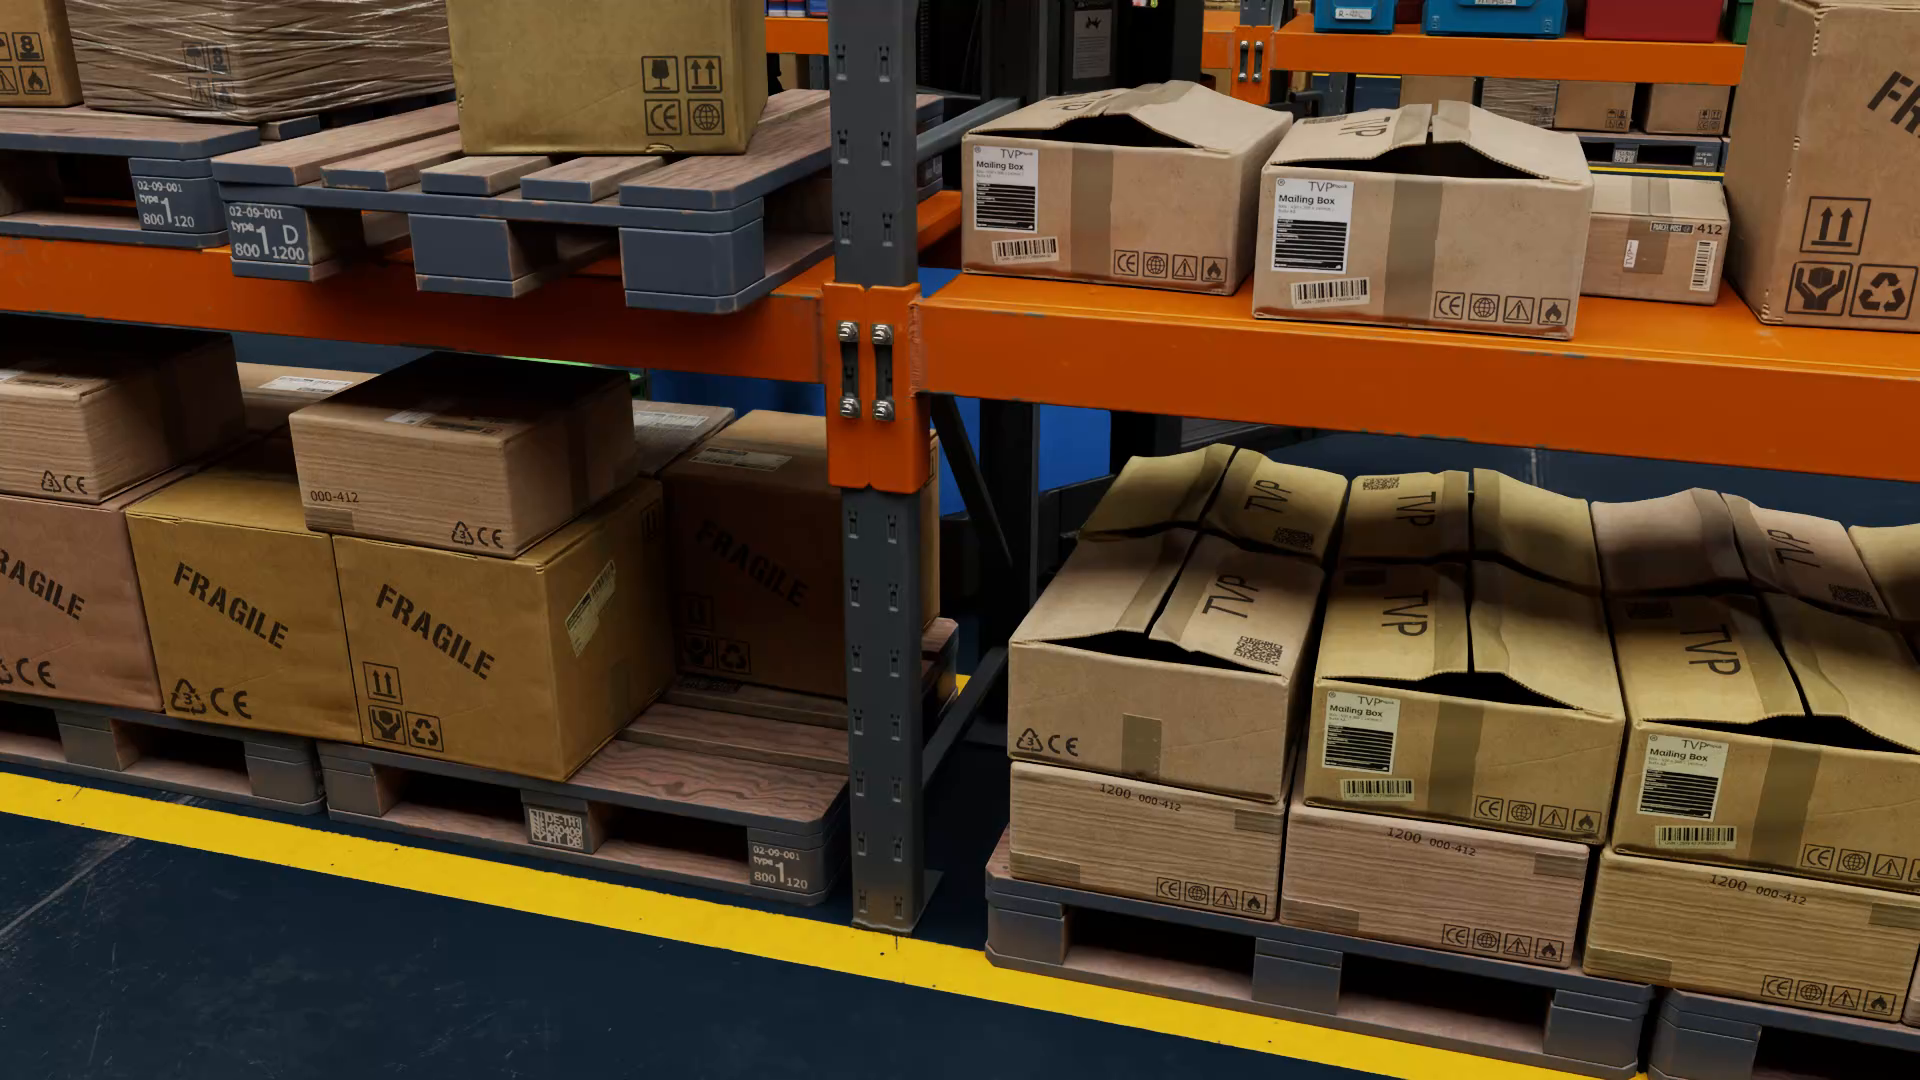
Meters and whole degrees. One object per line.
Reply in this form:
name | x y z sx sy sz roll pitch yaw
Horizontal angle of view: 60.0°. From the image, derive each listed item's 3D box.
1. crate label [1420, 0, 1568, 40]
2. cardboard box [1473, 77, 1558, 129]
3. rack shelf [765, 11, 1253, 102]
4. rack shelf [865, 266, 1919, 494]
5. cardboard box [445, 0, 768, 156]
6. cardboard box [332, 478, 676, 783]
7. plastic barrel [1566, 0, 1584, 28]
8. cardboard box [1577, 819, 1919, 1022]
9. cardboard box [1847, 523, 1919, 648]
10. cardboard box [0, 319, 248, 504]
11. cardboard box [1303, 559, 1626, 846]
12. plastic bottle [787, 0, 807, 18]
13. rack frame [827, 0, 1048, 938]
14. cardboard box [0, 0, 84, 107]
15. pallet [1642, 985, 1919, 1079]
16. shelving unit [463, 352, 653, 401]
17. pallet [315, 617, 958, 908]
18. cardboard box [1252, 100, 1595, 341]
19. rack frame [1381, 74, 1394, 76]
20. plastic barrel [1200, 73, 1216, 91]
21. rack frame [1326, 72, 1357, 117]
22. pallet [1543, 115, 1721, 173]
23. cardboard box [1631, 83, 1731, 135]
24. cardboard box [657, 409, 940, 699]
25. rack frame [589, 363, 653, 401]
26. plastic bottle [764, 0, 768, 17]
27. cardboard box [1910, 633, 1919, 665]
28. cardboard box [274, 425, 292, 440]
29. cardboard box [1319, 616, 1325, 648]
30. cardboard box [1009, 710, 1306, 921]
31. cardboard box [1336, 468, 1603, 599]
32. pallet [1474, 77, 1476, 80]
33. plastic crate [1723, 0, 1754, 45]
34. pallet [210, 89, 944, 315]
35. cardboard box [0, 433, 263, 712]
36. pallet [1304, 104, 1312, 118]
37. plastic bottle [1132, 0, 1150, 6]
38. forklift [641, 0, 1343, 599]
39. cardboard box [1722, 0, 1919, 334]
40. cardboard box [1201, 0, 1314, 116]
crate label | 2.293 -2.388 7.092 0.616 0.435 0.502 7 23 16
cardboard box | 4.033 -3.303 12.083 0.500 0.500 0.700 5 23 11
rack shelf | -0.494 -2.465 8.275 4.000 0.370 1.077 7 23 16
rack shelf | 1.901 -0.227 2.819 4.000 0.370 1.077 7 23 16
cardboard box | -0.650 -1.048 3.187 0.500 0.500 0.700 -1 22 -2
cardboard box | -0.977 0.156 3.650 0.500 0.500 0.500 7 23 18
plastic barrel | 2.870 -2.549 7.384 0.421 0.512 0.421 0 22 0
cardboard box | 1.383 0.572 2.992 0.500 0.250 0.500 6 23 14
cardboard box | 2.020 0.174 3.225 0.500 0.311 0.500 7 23 17
cardboard box | -2.013 -0.306 3.789 0.500 0.250 0.500 6 23 14
cardboard box | 0.908 0.258 3.020 0.500 0.311 0.500 6 23 14
plastic bottle | -0.771 -2.608 7.845 0.097 0.271 0.097 0 22 0
rack frame | -0.014 -0.779 3.217 0.127 3.000 1.000 7 23 16
cardboard box | -2.134 -1.287 3.770 0.500 0.500 0.700 1 22 2
pallet | 1.927 0.750 3.164 1.213 0.211 1.003 7 23 16
shelving unit | -1.176 -0.482 4.864 0.503 1.200 0.258 12 25 28
pallet | -0.718 0.415 3.979 1.213 0.211 1.003 7 23 16
cardboard box | 0.786 -0.570 2.824 0.500 0.311 0.500 6 23 15
rack frame | 4.380 -6.169 16.357 0.127 3.000 1.000 7 23 16
plastic barrel | 0.947 -1.816 8.051 0.708 0.830 0.600 7 23 16
rack frame | 2.851 -4.378 11.991 0.127 3.000 1.000 7 23 16
pallet | 4.763 -2.867 11.982 1.213 0.211 1.003 7 23 16
cardboard box | 5.112 -3.182 11.789 0.500 0.500 0.700 5 23 11
cardboard box | -0.367 0.020 3.983 0.500 0.500 0.500 8 23 18
rack frame | -0.965 -0.435 4.750 0.015 1.200 0.240 12 25 28
plastic bottle | -0.968 -2.644 7.926 0.135 0.276 0.152 7 23 16
cardboard box | 1.888 0.371 2.745 0.500 0.311 0.500 6 23 15
cardboard box | -1.349 -0.092 4.256 0.500 0.500 0.500 6 23 15
cardboard box | 0.560 0.268 3.735 0.500 0.250 0.500 7 23 17
cardboard box | 0.402 0.463 3.259 0.500 0.250 0.500 6 23 15
cardboard box | 1.058 0.062 3.498 0.500 0.311 0.500 6 23 15
pallet | 5.113 -4.765 16.609 1.213 0.211 1.003 7 23 16
plastic crate | 3.501 -2.130 6.790 0.662 0.188 0.450 7 23 16
pallet | -0.683 -0.739 3.373 1.003 0.211 1.213 7 23 16
cardboard box | -1.977 0.044 3.923 0.500 0.500 0.500 6 23 14
pallet | 2.118 -3.202 12.797 1.213 0.211 1.003 7 23 16
plastic bottle | 0.805 -2.395 7.419 0.097 0.201 0.097 0 22 0
forklift | 0.526 -1.518 5.109 3.031 2.935 1.130 -15 26 -32
cardboard box | 1.597 -0.647 2.764 0.500 0.500 0.500 5 23 13
cardboard box | 2.196 -3.673 12.517 0.875 0.875 1.225 5 23 13
